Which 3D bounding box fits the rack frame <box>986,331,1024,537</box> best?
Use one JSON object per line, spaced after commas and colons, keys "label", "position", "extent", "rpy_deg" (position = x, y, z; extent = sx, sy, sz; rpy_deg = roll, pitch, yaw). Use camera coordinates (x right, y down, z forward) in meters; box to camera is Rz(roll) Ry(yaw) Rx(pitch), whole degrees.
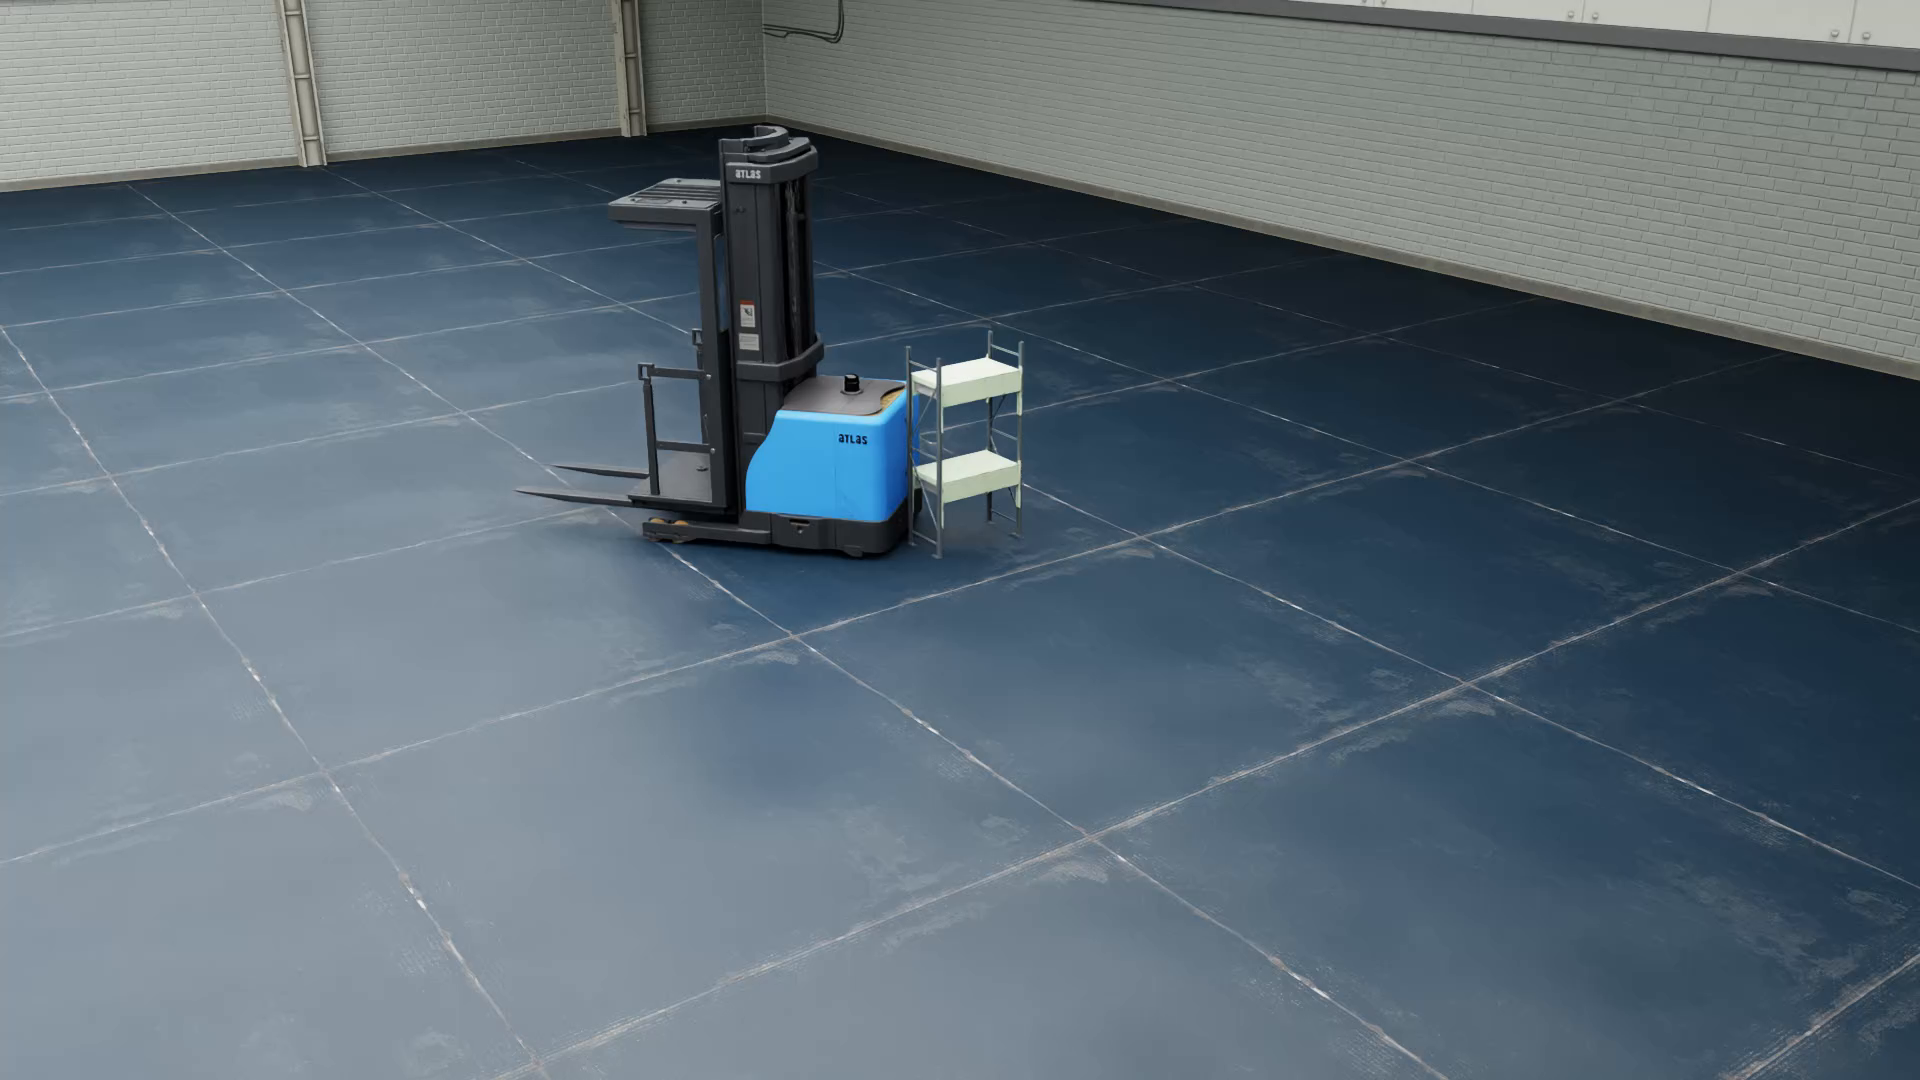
{"label": "rack frame", "position": [0.331, -0.779, 12.324], "extent": [0.023, 1.500, 0.400], "rpy_deg": [-15, 26, -34]}

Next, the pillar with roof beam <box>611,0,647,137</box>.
{"label": "pillar with roof beam", "position": [-3.714, -10.619, 26.866], "extent": [0.400, 9.000, 9.100], "rpy_deg": [-15, 26, -33]}

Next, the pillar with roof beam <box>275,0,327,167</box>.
{"label": "pillar with roof beam", "position": [-8.585, -9.320, 23.611], "extent": [0.400, 9.000, 9.100], "rpy_deg": [-15, 26, -33]}

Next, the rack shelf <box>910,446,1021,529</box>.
{"label": "rack shelf", "position": [0.038, -0.395, 12.242], "extent": [0.720, 0.370, 0.431], "rpy_deg": [-15, 26, -34]}

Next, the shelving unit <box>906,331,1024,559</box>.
{"label": "shelving unit", "position": [0.038, -0.698, 12.121], "extent": [0.755, 1.500, 0.431], "rpy_deg": [-15, 26, -34]}

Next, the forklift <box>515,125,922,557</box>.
{"label": "forklift", "position": [-1.868, -1.517, 12.242], "extent": [3.031, 2.935, 1.130], "rpy_deg": [5, 22, 13]}

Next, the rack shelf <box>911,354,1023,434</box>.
{"label": "rack shelf", "position": [0.038, -1.060, 11.976], "extent": [0.720, 0.370, 0.431], "rpy_deg": [-15, 26, -34]}

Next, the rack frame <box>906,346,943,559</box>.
{"label": "rack frame", "position": [-0.256, -0.616, 11.917], "extent": [0.023, 1.500, 0.400], "rpy_deg": [-15, 26, -34]}

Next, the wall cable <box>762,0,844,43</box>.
{"label": "wall cable", "position": [-3.065, -10.712, 31.288], "extent": [0.112, 2.526, 3.097], "rpy_deg": [-15, 26, -33]}
